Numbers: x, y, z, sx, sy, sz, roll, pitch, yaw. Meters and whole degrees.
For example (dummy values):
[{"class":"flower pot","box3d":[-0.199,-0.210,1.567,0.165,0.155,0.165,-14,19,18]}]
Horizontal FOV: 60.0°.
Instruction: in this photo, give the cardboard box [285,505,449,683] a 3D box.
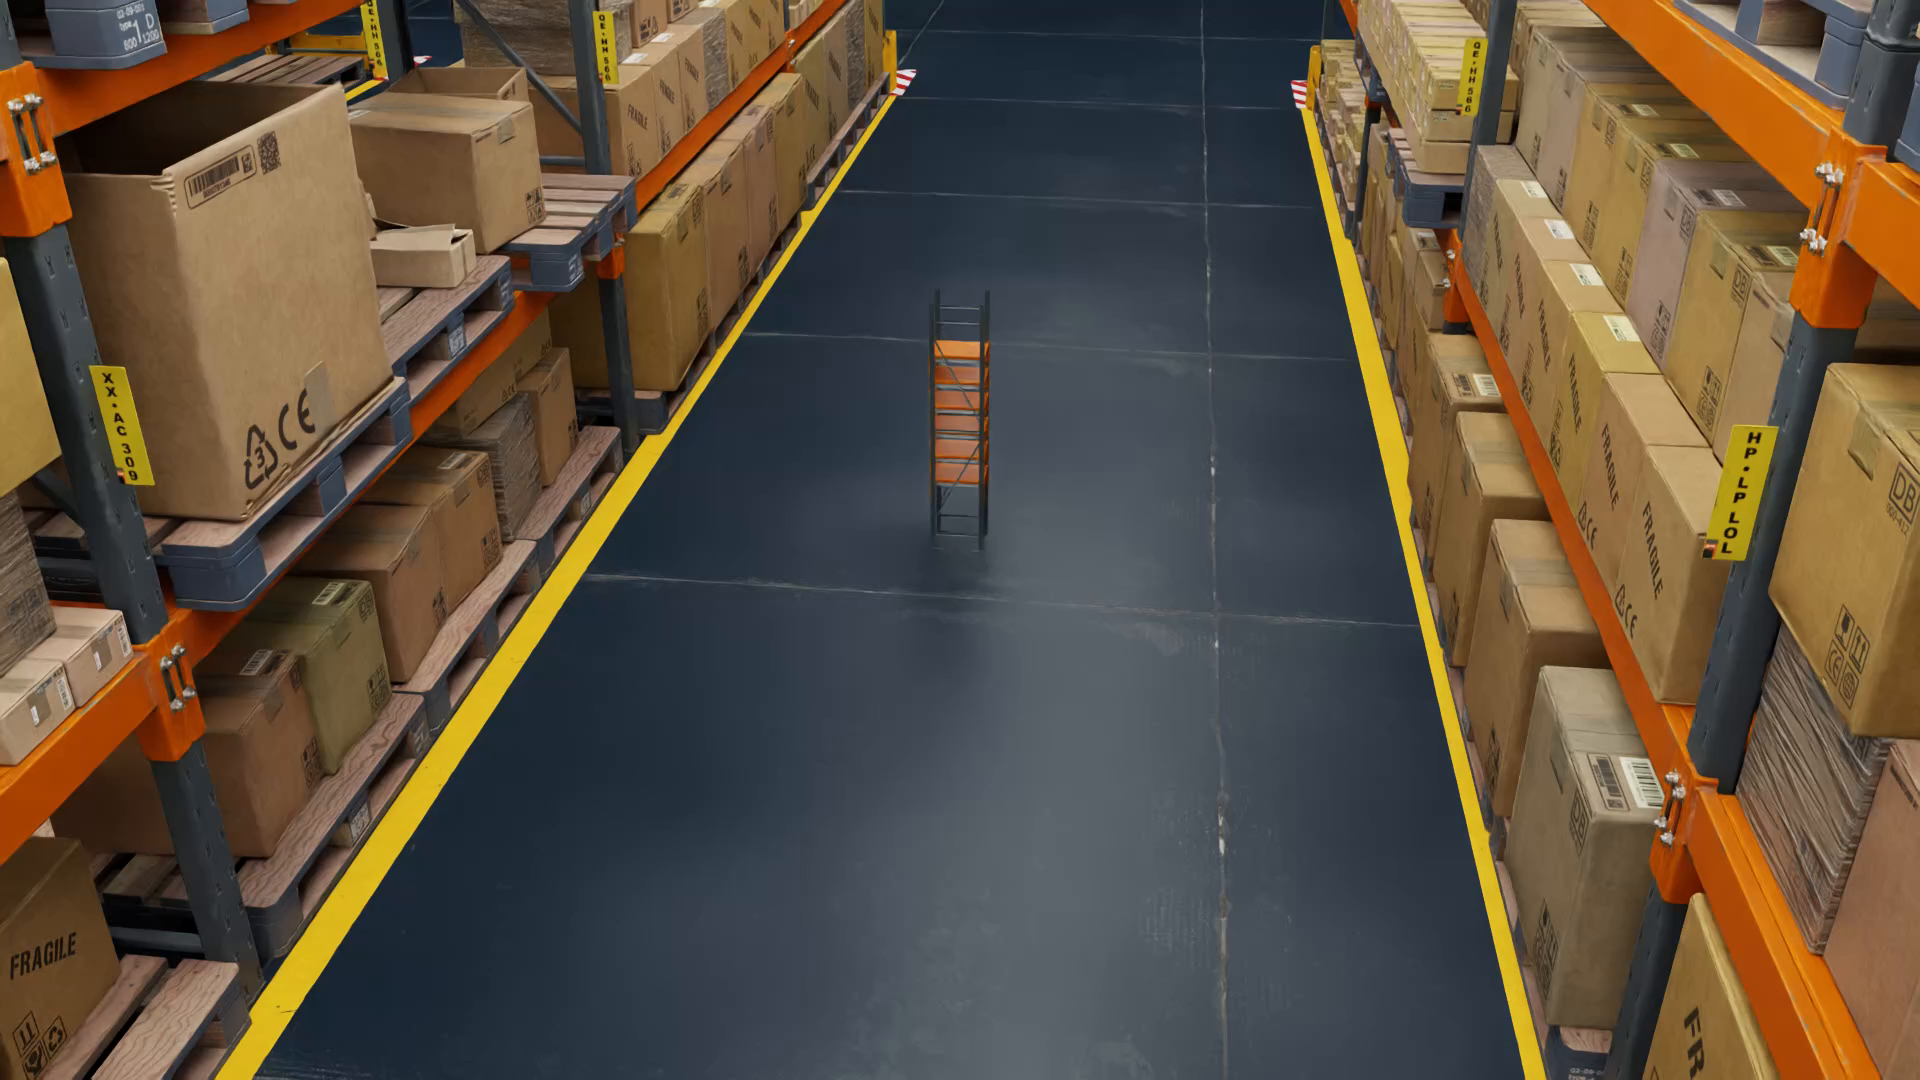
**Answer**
[{"class":"cardboard box","box3d":[-2.421,0.198,6.392,0.700,0.500,0.500,1,28,2]}]

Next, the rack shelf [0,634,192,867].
[{"class":"rack shelf","box3d":[-2.908,1.324,2.889,1.077,0.370,4.000,3,28,6]}]

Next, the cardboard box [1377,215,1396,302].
[{"class":"cardboard box","box3d":[2.760,-1.620,9.787,0.500,0.500,0.500,4,29,7]}]

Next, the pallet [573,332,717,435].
[{"class":"pallet","box3d":[-2.001,-0.956,9.303,1.003,0.211,1.213,3,28,6]}]

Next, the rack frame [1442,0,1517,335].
[{"class":"rack frame","box3d":[2.738,-1.481,7.337,1.000,3.000,0.127,3,28,6]}]

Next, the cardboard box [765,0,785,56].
[{"class":"cardboard box","box3d":[-1.469,-3.508,10.994,0.500,0.500,0.500,3,29,6]}]

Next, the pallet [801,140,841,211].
[{"class":"pallet","box3d":[-1.512,-2.826,12.773,1.003,0.211,1.213,3,28,6]}]

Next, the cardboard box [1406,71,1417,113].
[{"class":"cardboard box","box3d":[2.407,-2.195,8.171,0.380,0.149,0.250,4,29,7]}]

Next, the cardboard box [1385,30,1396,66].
[{"class":"cardboard box","box3d":[2.533,-2.675,9.060,0.380,0.149,0.250,3,28,5]}]

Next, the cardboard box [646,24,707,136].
[{"class":"cardboard box","box3d":[-1.723,-2.559,9.231,0.500,0.500,0.500,3,28,5]}]

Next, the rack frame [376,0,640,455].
[{"class":"rack frame","box3d":[-2.173,-1.817,7.961,1.000,3.000,0.127,3,28,6]}]

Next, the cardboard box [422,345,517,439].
[{"class":"cardboard box","box3d":[-2.280,-0.673,7.218,0.500,0.250,0.500,7,29,12]}]

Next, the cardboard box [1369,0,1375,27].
[{"class":"cardboard box","box3d":[2.662,-3.167,9.975,0.380,0.149,0.250,4,29,7]}]

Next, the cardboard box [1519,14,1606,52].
[{"class":"cardboard box","box3d":[3.146,-2.643,8.688,0.380,0.149,0.250,4,29,8]}]

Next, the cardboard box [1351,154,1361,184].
[{"class":"cardboard box","box3d":[2.951,-2.592,11.648,0.380,0.149,0.250,4,29,7]}]

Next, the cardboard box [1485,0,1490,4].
[{"class":"cardboard box","box3d":[3.307,-3.252,9.819,0.380,0.149,0.250,2,28,5]}]

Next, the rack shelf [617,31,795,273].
[{"class":"rack shelf","box3d":[-1.928,-2.442,9.879,1.077,0.370,4.000,3,28,6]}]

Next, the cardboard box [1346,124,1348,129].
[{"class":"cardboard box","box3d":[3.180,-3.205,12.787,0.380,0.149,0.250,2,28,4]}]

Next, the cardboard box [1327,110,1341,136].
[{"class":"cardboard box","box3d":[3.168,-3.352,13.372,0.380,0.149,0.250,2,28,4]}]

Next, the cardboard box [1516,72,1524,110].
[{"class":"cardboard box","box3d":[3.153,-2.379,8.825,0.380,0.149,0.250,4,29,7]}]

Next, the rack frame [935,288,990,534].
[{"class":"rack frame","box3d":[0.009,-0.564,7.533,0.240,1.200,0.006,3,28,6]}]

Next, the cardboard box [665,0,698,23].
[{"class":"cardboard box","box3d":[-1.909,-3.269,9.492,0.797,0.503,0.637,4,29,8]}]

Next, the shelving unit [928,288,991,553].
[{"class":"shelving unit","box3d":[-0.002,-0.521,7.453,0.258,1.200,0.189,3,28,6]}]

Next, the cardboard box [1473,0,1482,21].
[{"class":"cardboard box","box3d":[3.344,-3.247,10.122,0.380,0.149,0.250,4,29,7]}]

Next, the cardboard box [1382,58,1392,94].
[{"class":"cardboard box","box3d":[2.534,-2.547,9.136,0.380,0.149,0.250,2,28,4]}]

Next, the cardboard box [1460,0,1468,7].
[{"class":"cardboard box","box3d":[3.538,-3.758,11.144,0.500,0.500,0.500,3,28,5]}]

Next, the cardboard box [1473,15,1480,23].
[{"class":"cardboard box","box3d":[3.344,-3.118,10.197,0.380,0.149,0.250,4,29,6]}]

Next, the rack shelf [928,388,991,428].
[{"class":"rack shelf","box3d":[-0.002,-0.588,7.417,0.258,0.103,0.180,3,28,6]}]

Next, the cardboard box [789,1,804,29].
[{"class":"cardboard box","box3d":[-1.316,-3.709,11.738,0.380,0.149,0.250,3,29,6]}]

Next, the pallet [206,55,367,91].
[{"class":"pallet","box3d":[-6.248,-4.257,15.430,1.003,0.211,1.213,3,28,6]}]

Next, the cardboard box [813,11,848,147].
[{"class":"cardboard box","box3d":[-1.412,-3.679,13.214,0.875,0.875,0.875,3,28,6]}]

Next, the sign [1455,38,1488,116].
[{"class":"sign","box3d":[2.198,-1.983,7.132,0.100,0.325,0.005,3,28,6]}]

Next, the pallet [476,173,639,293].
[{"class":"pallet","box3d":[-2.154,-1.391,7.372,1.213,0.211,1.003,3,28,6]}]

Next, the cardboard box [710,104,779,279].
[{"class":"cardboard box","box3d":[-1.850,-2.227,10.518,1.225,0.875,0.875,2,28,4]}]

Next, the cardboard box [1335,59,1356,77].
[{"class":"cardboard box","box3d":[3.296,-3.843,13.656,0.380,0.149,0.250,2,28,4]}]

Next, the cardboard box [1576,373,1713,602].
[{"class":"cardboard box","box3d":[2.108,-0.142,4.745,0.500,0.500,0.500,3,28,6]}]

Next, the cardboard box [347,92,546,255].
[{"class":"cardboard box","box3d":[-2.168,-1.521,6.863,0.700,0.500,0.500,8,29,14]}]

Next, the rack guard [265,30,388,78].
[{"class":"rack guard","box3d":[-6.118,-4.782,16.100,1.175,0.500,0.348,3,28,6]}]

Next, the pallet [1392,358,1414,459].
[{"class":"pallet","box3d":[2.835,-0.622,8.681,1.003,0.211,1.213,3,28,6]}]

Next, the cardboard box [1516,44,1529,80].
[{"class":"cardboard box","box3d":[3.152,-2.509,8.753,0.380,0.149,0.250,3,28,6]}]

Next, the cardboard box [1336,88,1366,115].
[{"class":"cardboard box","box3d":[3.100,-3.357,12.754,0.380,0.149,0.250,2,28,4]}]

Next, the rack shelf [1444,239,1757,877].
[{"class":"rack shelf","box3d":[2.493,-0.223,5.760,1.077,0.370,4.000,3,28,6]}]

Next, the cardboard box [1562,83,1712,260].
[{"class":"cardboard box","box3d":[2.551,-1.275,5.795,0.700,0.500,0.500,3,28,5]}]

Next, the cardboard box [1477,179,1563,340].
[{"class":"cardboard box","box3d":[2.355,-1.090,6.506,0.500,0.500,0.500,3,28,6]}]

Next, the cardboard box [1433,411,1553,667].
[{"class":"cardboard box","box3d":[2.470,0.017,6.485,1.050,0.750,0.750,4,29,7]}]

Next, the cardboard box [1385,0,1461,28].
[{"class":"cardboard box","box3d":[2.566,-2.933,9.227,0.380,0.149,0.250,4,29,8]}]

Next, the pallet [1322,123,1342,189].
[{"class":"pallet","box3d":[3.422,-3.031,13.153,1.003,0.211,1.213,3,28,6]}]

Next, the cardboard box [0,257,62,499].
[{"class":"cardboard box","box3d":[-2.445,-0.322,3.711,0.500,0.500,0.500,3,28,6]}]

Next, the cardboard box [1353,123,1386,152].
[{"class":"cardboard box","box3d":[3.005,-2.861,11.834,0.380,0.149,0.250,4,29,7]}]

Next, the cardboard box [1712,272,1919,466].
[{"class":"cardboard box","box3d":[2.302,-0.317,4.016,0.700,0.500,0.500,3,28,5]}]

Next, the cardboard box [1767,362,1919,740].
[{"class":"cardboard box","box3d":[2.168,0.032,3.232,0.875,0.550,0.550,3,28,6]}]

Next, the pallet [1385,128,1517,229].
[{"class":"pallet","box3d":[2.719,-1.739,8.017,1.213,0.211,1.003,3,28,6]}]

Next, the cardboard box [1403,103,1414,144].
[{"class":"cardboard box","box3d":[2.405,-2.053,8.219,0.380,0.149,0.250,4,29,7]}]

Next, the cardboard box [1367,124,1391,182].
[{"class":"cardboard box","box3d":[2.875,-2.446,10.531,0.500,0.250,0.500,2,28,4]}]

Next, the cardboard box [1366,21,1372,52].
[{"class":"cardboard box","box3d":[2.660,-3.032,10.037,0.380,0.149,0.250,4,29,7]}]

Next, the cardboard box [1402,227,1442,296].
[{"class":"cardboard box","box3d":[2.612,-1.472,8.721,0.500,0.250,0.500,4,29,7]}]

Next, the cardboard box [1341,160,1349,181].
[{"class":"cardboard box","box3d":[3.021,-2.744,12.244,0.380,0.149,0.250,2,28,5]}]

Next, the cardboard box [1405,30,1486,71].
[{"class":"cardboard box","box3d":[2.437,-2.442,8.316,0.380,0.149,0.250,4,29,8]}]

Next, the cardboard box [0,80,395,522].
[{"class":"cardboard box","box3d":[-2.426,-0.749,4.903,1.000,1.000,1.000,4,29,7]}]
